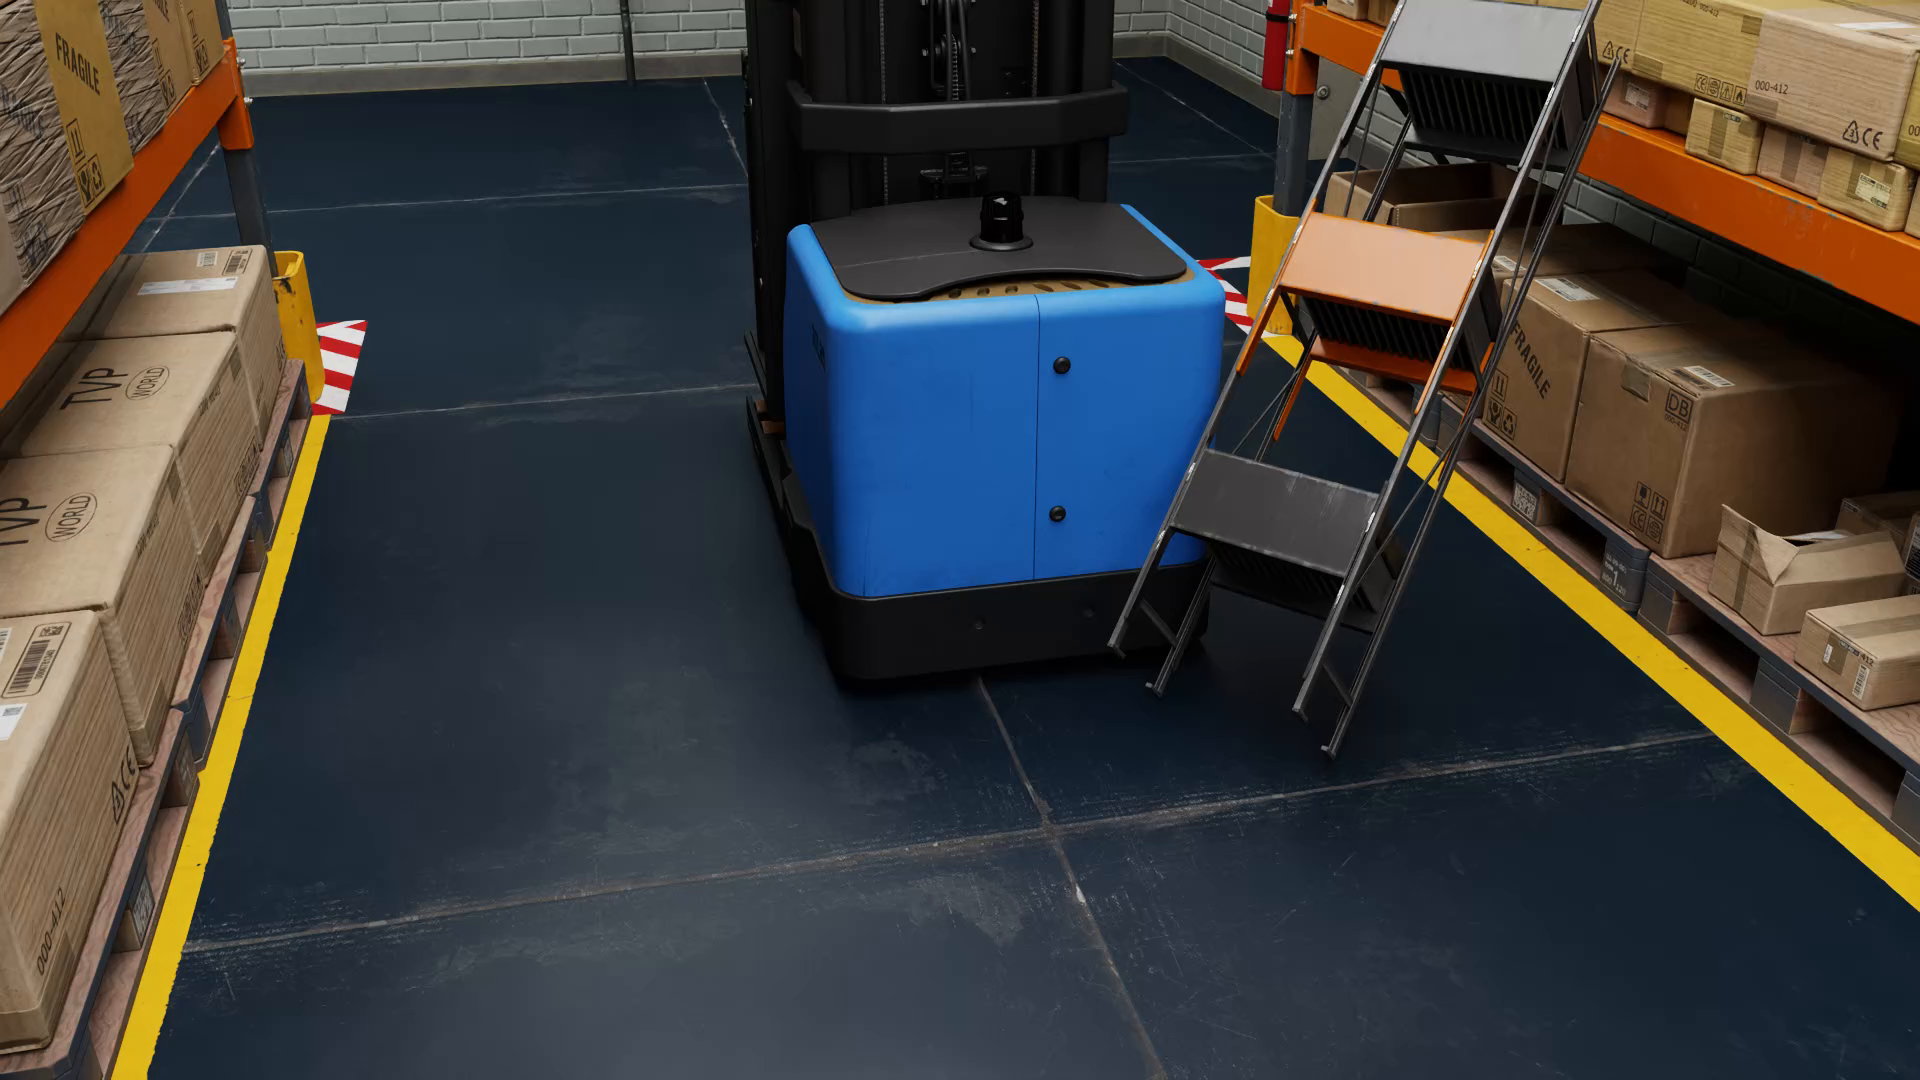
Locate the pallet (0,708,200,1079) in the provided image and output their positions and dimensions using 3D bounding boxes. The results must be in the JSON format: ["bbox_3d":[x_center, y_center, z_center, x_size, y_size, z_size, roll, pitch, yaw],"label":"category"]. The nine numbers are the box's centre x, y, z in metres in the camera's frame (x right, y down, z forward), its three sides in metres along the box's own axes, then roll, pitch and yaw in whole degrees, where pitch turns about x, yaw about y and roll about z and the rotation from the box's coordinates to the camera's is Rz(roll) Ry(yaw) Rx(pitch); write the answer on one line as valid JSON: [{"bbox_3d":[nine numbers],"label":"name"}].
[{"bbox_3d":[-2.212,0.808,3.415,1.003,0.211,1.213,-6,27,-12],"label":"pallet"}]

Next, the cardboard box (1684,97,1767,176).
[{"bbox_3d":[2.120,-1.054,4.288,0.380,0.149,0.250,-6,27,-12],"label":"cardboard box"}]

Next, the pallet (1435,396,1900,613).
[{"bbox_3d":[2.286,-0.194,5.400,1.003,0.211,1.213,-6,27,-12],"label":"pallet"}]

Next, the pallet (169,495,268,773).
[{"bbox_3d":[-2.491,0.271,4.478,1.003,0.211,1.213,-6,27,-12],"label":"pallet"}]

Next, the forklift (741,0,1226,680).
[{"bbox_3d":[-0.139,-1.585,5.138,1.130,2.935,3.031,-6,27,-11],"label":"forklift"}]

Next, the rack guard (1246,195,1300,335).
[{"bbox_3d":[1.833,-1.207,7.087,1.175,0.500,0.348,-6,27,-12],"label":"rack guard"}]

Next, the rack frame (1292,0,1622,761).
[{"bbox_3d":[1.284,-0.457,4.170,0.015,0.400,2.100,18,76,31],"label":"rack frame"}]

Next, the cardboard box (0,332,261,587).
[{"bbox_3d":[-2.558,-0.214,4.723,0.875,0.438,0.875,-5,27,-10],"label":"cardboard box"}]

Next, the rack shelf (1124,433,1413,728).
[{"bbox_3d":[0.782,0.105,4.143,0.480,0.431,0.518,18,76,31],"label":"rack shelf"}]

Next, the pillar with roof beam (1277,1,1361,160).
[{"bbox_3d":[-2.107,-5.873,6.899,9.100,9.000,0.400,-6,27,-12],"label":"pillar with roof beam"}]

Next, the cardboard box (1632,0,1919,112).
[{"bbox_3d":[2.139,-1.304,4.341,0.500,0.250,0.500,-6,27,-12],"label":"cardboard box"}]

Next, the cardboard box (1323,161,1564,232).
[{"bbox_3d":[1.862,-1.152,6.507,0.797,0.503,0.637,-7,28,-14],"label":"cardboard box"}]

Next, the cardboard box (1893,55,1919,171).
[{"bbox_3d":[2.365,-0.865,3.472,0.500,0.250,0.500,-5,27,-10],"label":"cardboard box"}]

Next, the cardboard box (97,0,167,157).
[{"bbox_3d":[-2.428,-1.264,4.315,0.500,0.500,0.500,-5,27,-10],"label":"cardboard box"}]

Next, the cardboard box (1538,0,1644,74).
[{"bbox_3d":[2.023,-1.530,4.789,0.500,0.250,0.500,-7,28,-13],"label":"cardboard box"}]

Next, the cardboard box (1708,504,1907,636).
[{"bbox_3d":[2.226,0.061,4.369,0.396,0.266,0.258,-5,27,-10],"label":"cardboard box"}]

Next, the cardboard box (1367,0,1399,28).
[{"bbox_3d":[1.726,-1.965,6.094,0.380,0.149,0.250,-5,27,-10],"label":"cardboard box"}]

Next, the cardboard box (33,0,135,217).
[{"bbox_3d":[-2.299,-1.039,3.868,0.500,0.500,0.500,-5,27,-10],"label":"cardboard box"}]

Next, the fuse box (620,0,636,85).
[{"bbox_3d":[-2.233,-3.898,11.074,0.539,1.711,0.414,-6,27,-12],"label":"fuse box"}]

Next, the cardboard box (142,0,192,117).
[{"bbox_3d":[-2.554,-1.489,4.760,0.500,0.500,0.500,-7,28,-13],"label":"cardboard box"}]

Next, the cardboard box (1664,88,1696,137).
[{"bbox_3d":[2.171,-1.179,4.535,0.380,0.149,0.250,-6,27,-11],"label":"cardboard box"}]

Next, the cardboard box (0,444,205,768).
[{"bbox_3d":[-2.357,0.182,3.938,0.875,0.438,0.875,-7,28,-13],"label":"cardboard box"}]

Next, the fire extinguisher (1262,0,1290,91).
[{"bbox_3d":[1.333,-2.173,6.727,0.296,0.674,0.183,-6,27,-12],"label":"fire extinguisher"}]

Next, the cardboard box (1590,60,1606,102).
[{"bbox_3d":[1.944,-1.388,4.950,0.380,0.149,0.250,-5,27,-10],"label":"cardboard box"}]

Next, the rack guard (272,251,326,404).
[{"bbox_3d":[-3.024,-0.746,6.173,1.175,0.500,0.348,-6,27,-12],"label":"rack guard"}]

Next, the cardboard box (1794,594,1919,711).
[{"bbox_3d":[2.306,0.270,4.085,0.380,0.149,0.250,-7,28,-13],"label":"cardboard box"}]

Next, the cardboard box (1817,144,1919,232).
[{"bbox_3d":[2.238,-0.827,3.838,0.380,0.149,0.250,-5,27,-10],"label":"cardboard box"}]

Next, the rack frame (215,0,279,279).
[{"bbox_3d":[-3.019,-1.851,5.588,1.000,3.000,0.127,-6,27,-12],"label":"rack frame"}]

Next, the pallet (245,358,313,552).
[{"bbox_3d":[-2.762,-0.263,5.537,1.003,0.211,1.213,-6,27,-12],"label":"pallet"}]

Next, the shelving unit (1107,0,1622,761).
[{"bbox_3d":[1.085,-0.523,4.295,0.503,0.431,2.100,18,76,31],"label":"shelving unit"}]

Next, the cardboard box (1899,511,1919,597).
[{"bbox_3d":[2.799,0.098,4.245,0.500,0.311,0.500,-5,27,-10],"label":"cardboard box"}]

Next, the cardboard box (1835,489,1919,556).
[{"bbox_3d":[2.701,-0.020,4.658,0.380,0.149,0.250,-6,27,-12],"label":"cardboard box"}]

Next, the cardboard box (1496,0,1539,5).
[{"bbox_3d":[1.887,-1.753,5.230,0.500,0.250,0.500,-6,27,-13],"label":"cardboard box"}]

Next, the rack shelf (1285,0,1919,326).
[{"bbox_3d":[2.267,-1.158,5.013,1.077,0.370,4.000,-6,27,-12],"label":"rack shelf"}]

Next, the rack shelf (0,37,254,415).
[{"bbox_3d":[-2.568,-0.652,4.011,1.077,0.370,4.000,-6,27,-12],"label":"rack shelf"}]

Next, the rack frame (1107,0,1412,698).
[{"bbox_3d":[0.885,-0.589,4.419,0.015,0.400,2.100,18,76,31],"label":"rack frame"}]

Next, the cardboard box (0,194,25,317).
[{"bbox_3d":[-2.077,-0.594,2.986,0.500,0.500,0.500,-6,27,-11],"label":"cardboard box"}]

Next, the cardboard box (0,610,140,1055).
[{"bbox_3d":[-2.154,0.575,3.160,0.875,0.438,0.875,-6,27,-12],"label":"cardboard box"}]

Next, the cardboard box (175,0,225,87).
[{"bbox_3d":[-2.652,-1.711,5.200,0.500,0.500,0.500,-6,27,-11],"label":"cardboard box"}]

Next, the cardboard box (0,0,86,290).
[{"bbox_3d":[-2.183,-0.813,3.420,0.500,0.500,0.500,-6,27,-11],"label":"cardboard box"}]

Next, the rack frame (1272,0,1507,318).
[{"bbox_3d":[1.816,-2.357,6.590,1.000,3.000,0.127,-6,27,-12],"label":"rack frame"}]

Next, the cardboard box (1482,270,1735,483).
[{"bbox_3d":[2.038,-0.529,5.277,0.500,0.500,0.500,-5,27,-11],"label":"cardboard box"}]

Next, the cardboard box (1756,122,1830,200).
[{"bbox_3d":[2.205,-0.945,4.071,0.380,0.149,0.250,-5,27,-10],"label":"cardboard box"}]

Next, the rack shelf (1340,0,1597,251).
[{"bbox_3d":[1.375,-1.128,4.441,0.480,0.431,0.518,18,76,31],"label":"rack shelf"}]

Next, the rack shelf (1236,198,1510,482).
[{"bbox_3d":[1.079,-0.511,4.292,0.480,0.431,0.518,18,76,31],"label":"rack shelf"}]

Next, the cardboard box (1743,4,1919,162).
[{"bbox_3d":[2.238,-1.084,3.905,0.500,0.250,0.500,-6,27,-11],"label":"cardboard box"}]

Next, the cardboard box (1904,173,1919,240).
[{"bbox_3d":[2.320,-0.715,3.617,0.380,0.149,0.250,-5,27,-10],"label":"cardboard box"}]

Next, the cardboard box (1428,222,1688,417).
[{"bbox_3d":[2.017,-0.771,5.757,0.700,0.500,0.500,-5,27,-9],"label":"cardboard box"}]

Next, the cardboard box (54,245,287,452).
[{"bbox_3d":[-2.773,-0.615,5.517,0.875,0.438,0.875,-7,28,-13],"label":"cardboard box"}]

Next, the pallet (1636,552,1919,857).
[{"bbox_3d":[2.564,0.343,4.337,1.003,0.211,1.213,-6,27,-12],"label":"pallet"}]

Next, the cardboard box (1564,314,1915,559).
[{"bbox_3d":[2.251,-0.315,4.854,0.700,0.500,0.500,-7,28,-14],"label":"cardboard box"}]

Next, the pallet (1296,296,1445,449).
[{"bbox_3d":[2.014,-0.729,6.459,1.003,0.211,1.213,-6,27,-12],"label":"pallet"}]

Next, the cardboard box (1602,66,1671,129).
[{"bbox_3d":[2.070,-1.282,4.740,0.380,0.149,0.250,-6,27,-12],"label":"cardboard box"}]

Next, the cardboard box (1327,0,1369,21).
[{"bbox_3d":[1.623,-2.072,6.306,0.380,0.149,0.250,-6,27,-12],"label":"cardboard box"}]
